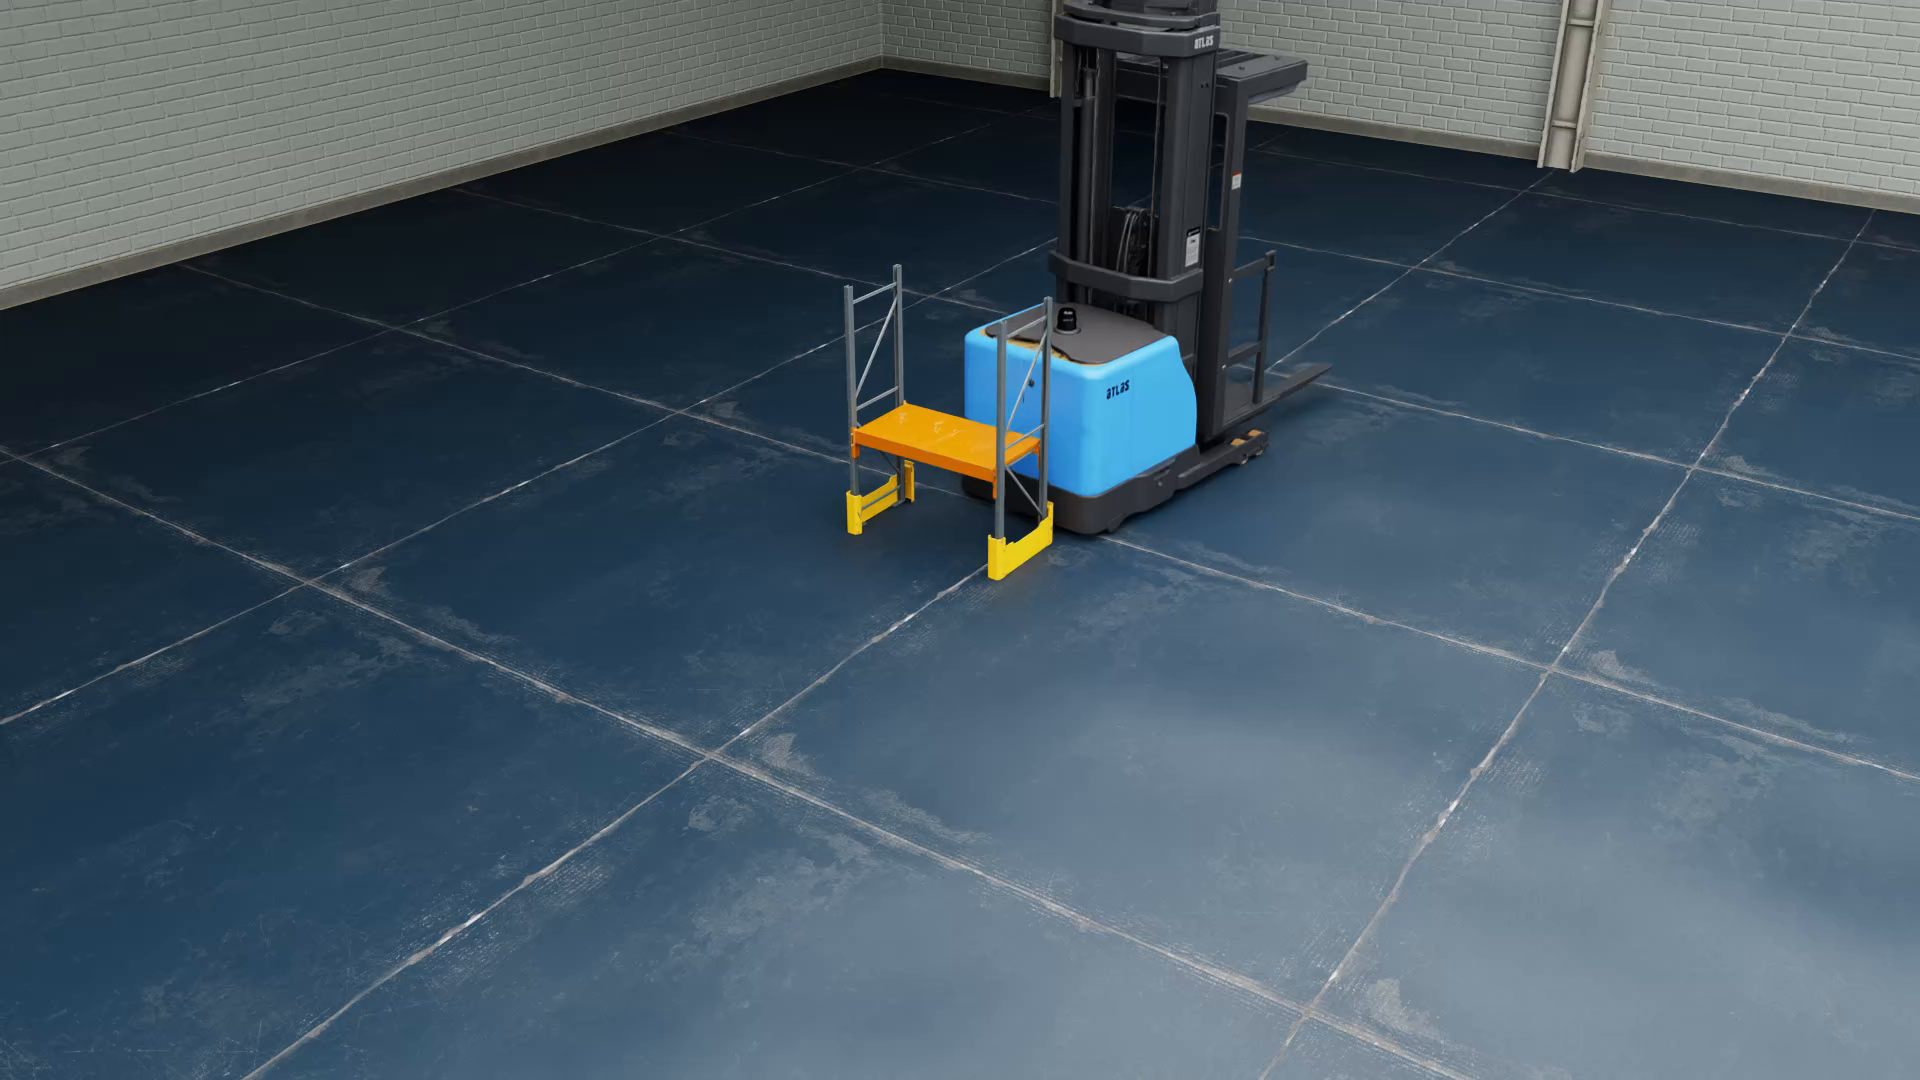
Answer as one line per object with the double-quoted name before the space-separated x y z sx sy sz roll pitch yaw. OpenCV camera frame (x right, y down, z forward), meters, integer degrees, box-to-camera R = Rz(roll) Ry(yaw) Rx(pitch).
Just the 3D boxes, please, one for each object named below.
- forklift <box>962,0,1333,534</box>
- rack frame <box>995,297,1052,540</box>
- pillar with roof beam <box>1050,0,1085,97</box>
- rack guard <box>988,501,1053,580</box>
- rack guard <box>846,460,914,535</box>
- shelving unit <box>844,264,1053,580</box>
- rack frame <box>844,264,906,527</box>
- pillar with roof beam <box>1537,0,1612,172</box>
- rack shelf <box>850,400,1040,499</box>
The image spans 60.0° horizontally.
"forklift" 1.364 -1.926 10.304 1.130 2.935 3.031 22 34 36
"rack frame" 0.349 -0.560 9.196 0.032 1.500 0.500 17 32 30
"pillar with roof beam" -1.087 -7.860 15.274 0.400 9.000 9.100 17 32 30
"rack guard" 0.348 -0.003 9.480 0.087 0.250 0.587 17 32 30
"rack guard" -0.473 -0.259 9.983 0.087 0.250 0.587 17 32 30
"shelving unit" -0.063 -0.688 9.448 1.083 1.500 0.587 17 32 30
"rack frame" -0.489 -0.821 9.709 0.032 1.500 0.500 17 32 30
"pillar with roof beam" 3.858 -6.319 12.246 0.400 9.000 9.100 17 32 30
"rack shelf" -0.070 -0.530 9.534 1.000 0.185 0.538 17 32 30
